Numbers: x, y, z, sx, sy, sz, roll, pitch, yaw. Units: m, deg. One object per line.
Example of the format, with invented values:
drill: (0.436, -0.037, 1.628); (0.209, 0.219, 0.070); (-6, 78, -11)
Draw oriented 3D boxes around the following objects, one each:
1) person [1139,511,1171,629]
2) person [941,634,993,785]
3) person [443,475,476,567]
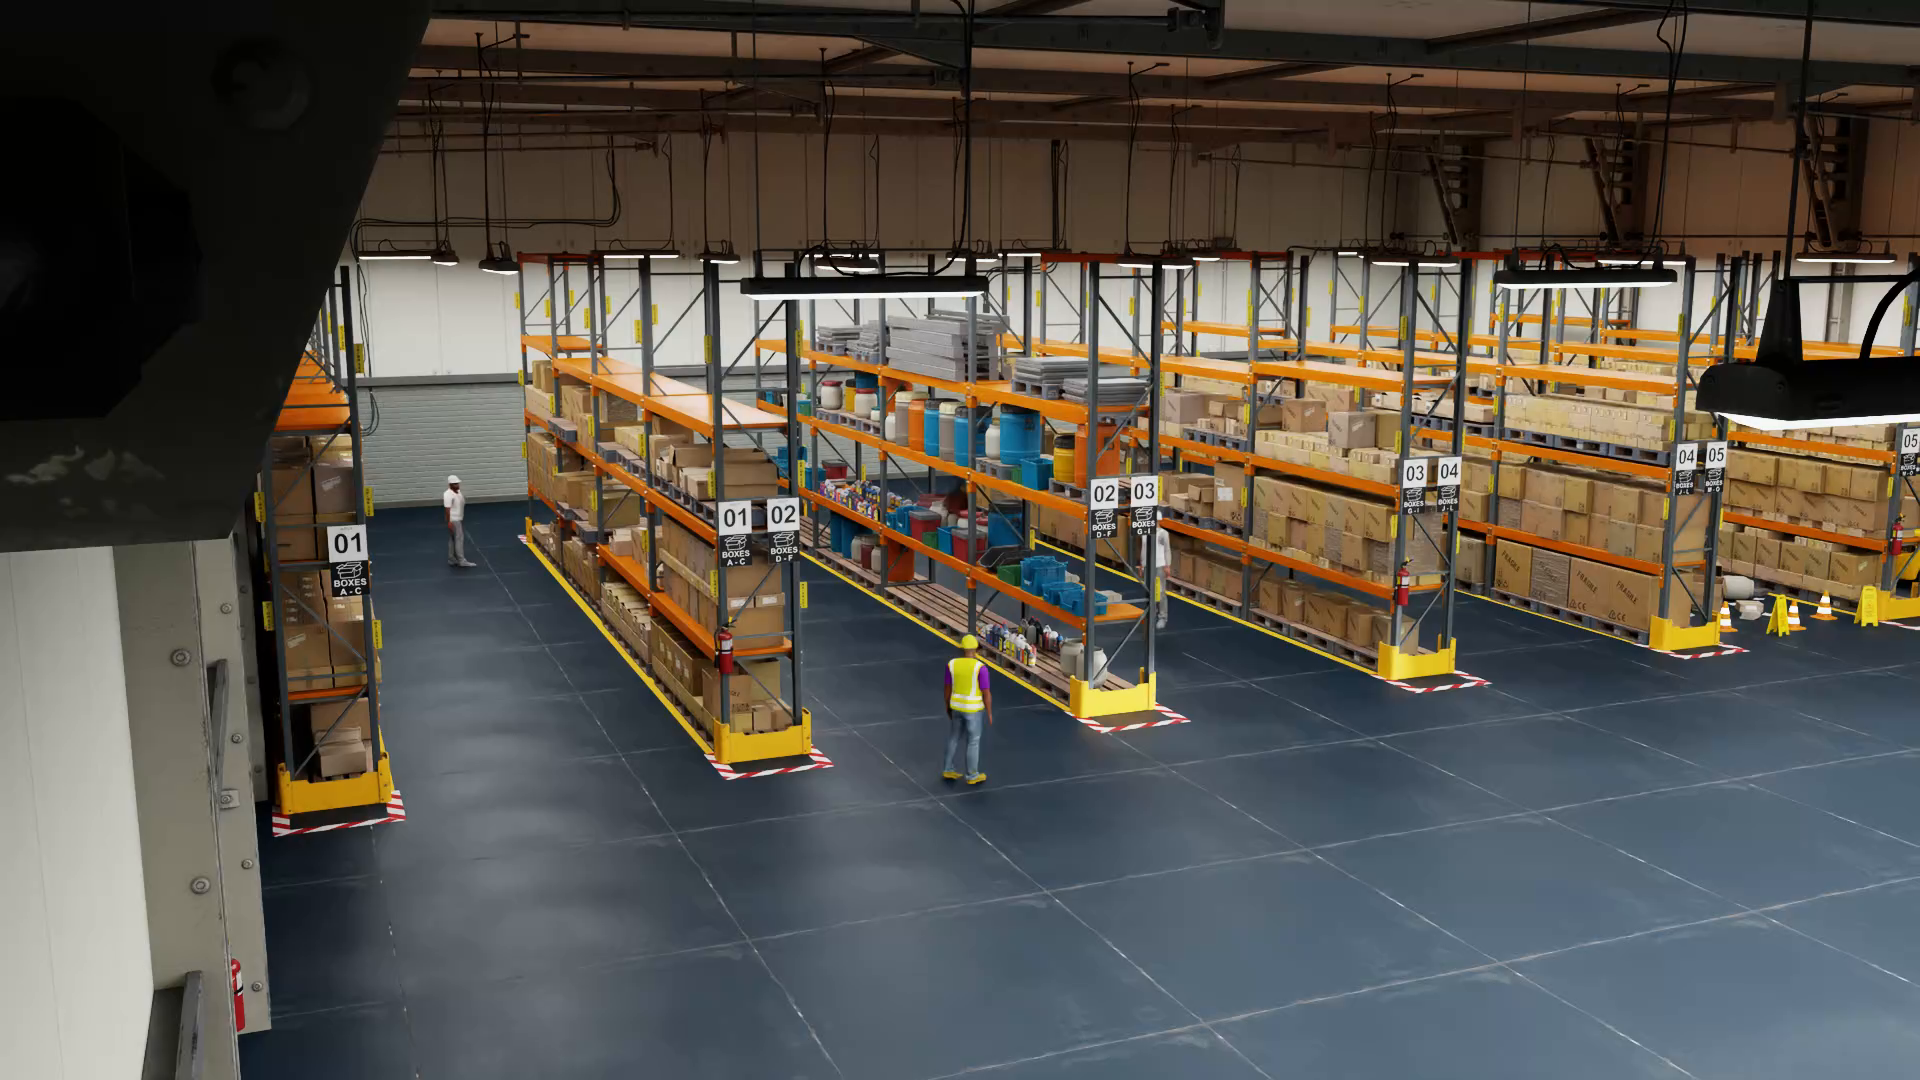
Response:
person: (3.064, 0.441, 26.140); (0.398, 1.807, 0.640); (-8, 13, -38)
person: (0.110, 1.979, 19.401); (0.631, 1.796, 0.431); (9, 14, 41)
person: (-9.703, -0.391, 32.264); (0.558, 1.762, 0.578); (-2, 10, -9)
